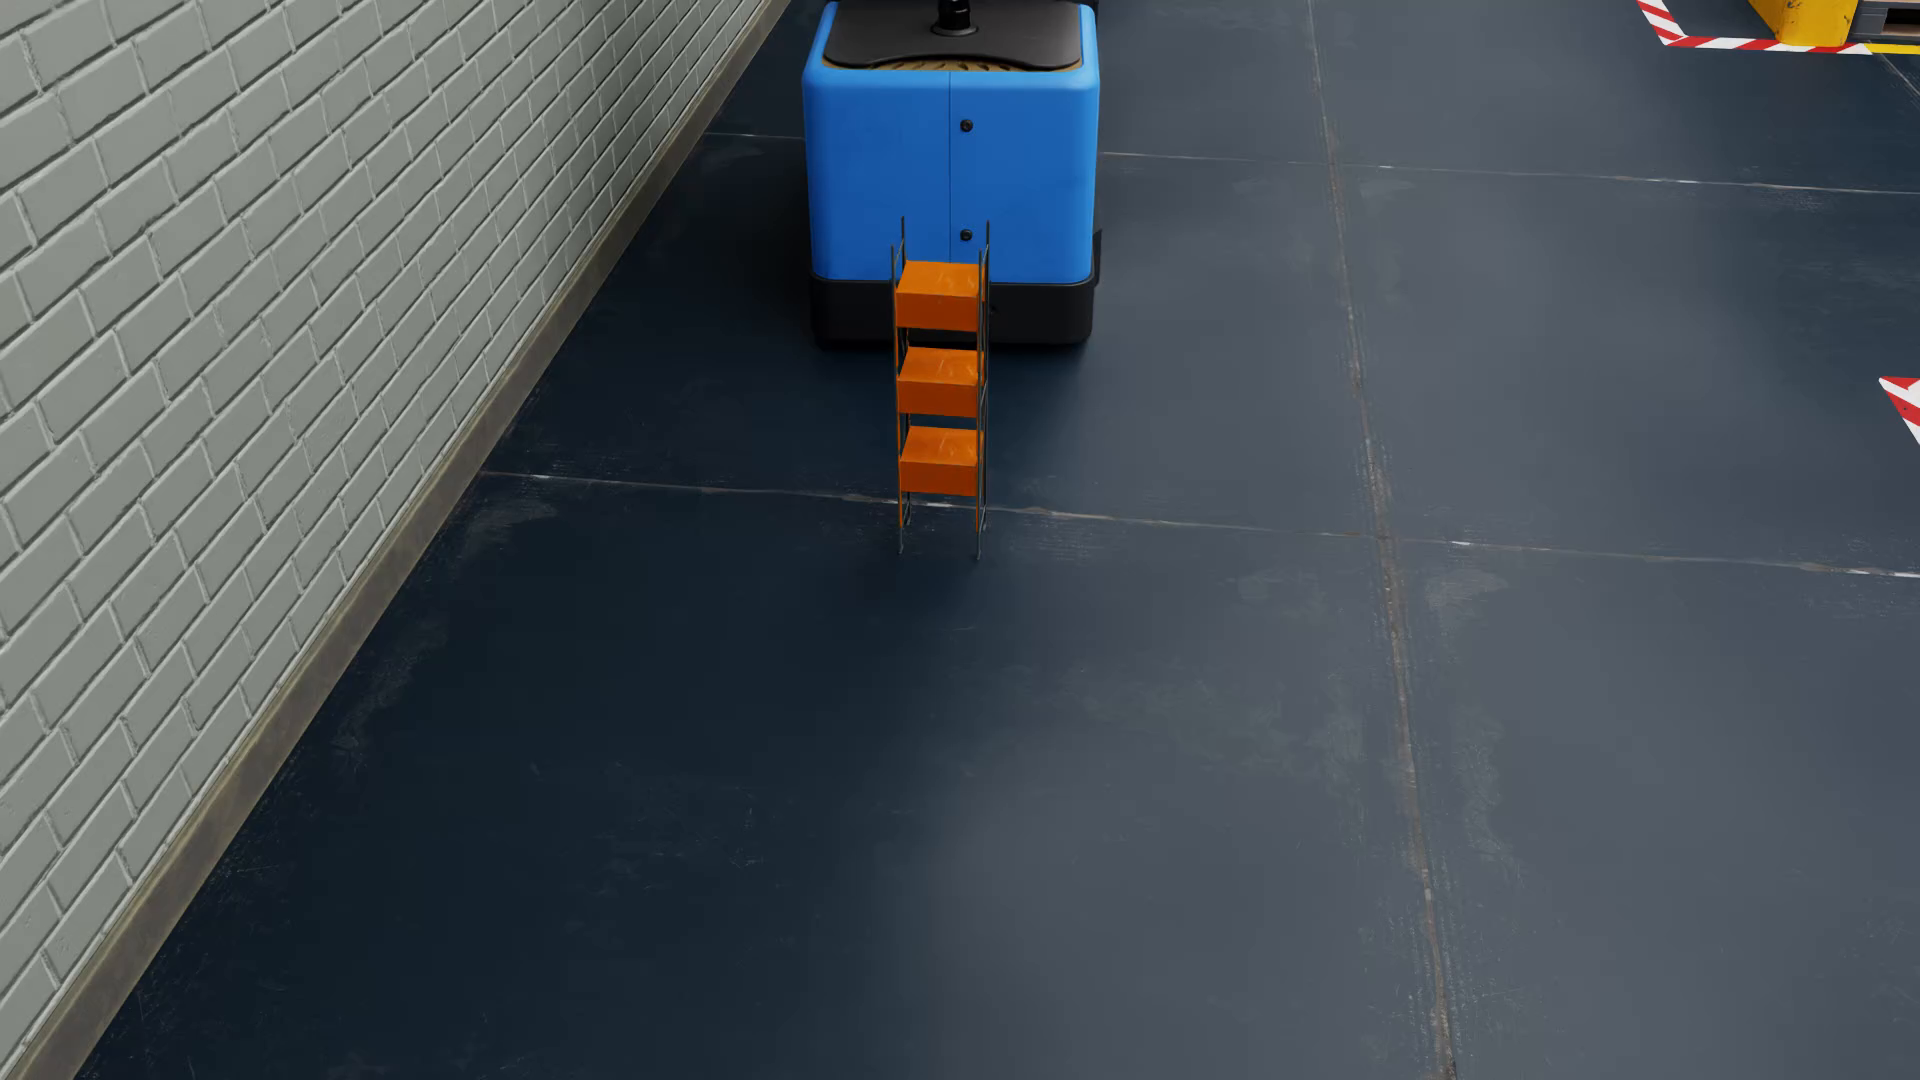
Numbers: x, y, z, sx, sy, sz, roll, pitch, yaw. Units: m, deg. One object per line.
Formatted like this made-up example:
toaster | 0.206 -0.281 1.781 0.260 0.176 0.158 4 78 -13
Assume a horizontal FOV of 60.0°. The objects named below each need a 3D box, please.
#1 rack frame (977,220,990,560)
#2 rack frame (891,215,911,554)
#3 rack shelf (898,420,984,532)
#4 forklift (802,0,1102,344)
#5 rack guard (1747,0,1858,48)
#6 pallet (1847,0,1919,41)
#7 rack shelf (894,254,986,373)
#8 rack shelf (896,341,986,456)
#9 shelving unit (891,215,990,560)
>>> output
rack frame | 0.068 -0.422 4.938 0.008 1.050 0.200 4 36 6
rack frame | -0.174 -0.440 4.963 0.008 1.050 0.200 4 36 6
rack shelf | -0.053 -0.196 5.118 0.240 0.259 0.215 4 36 6
forklift | 0.022 -2.745 6.574 1.130 2.935 3.031 1 36 2
rack guard | 4.691 -3.206 9.312 0.348 0.500 1.175 4 36 6
pallet | 5.518 -3.072 9.373 1.213 0.211 1.003 4 36 6
rack shelf | -0.053 -0.654 4.792 0.240 0.259 0.215 4 36 6
rack shelf | -0.053 -0.423 4.957 0.240 0.259 0.215 4 36 6
shelving unit | -0.053 -0.431 4.951 0.252 1.050 0.215 4 36 6
